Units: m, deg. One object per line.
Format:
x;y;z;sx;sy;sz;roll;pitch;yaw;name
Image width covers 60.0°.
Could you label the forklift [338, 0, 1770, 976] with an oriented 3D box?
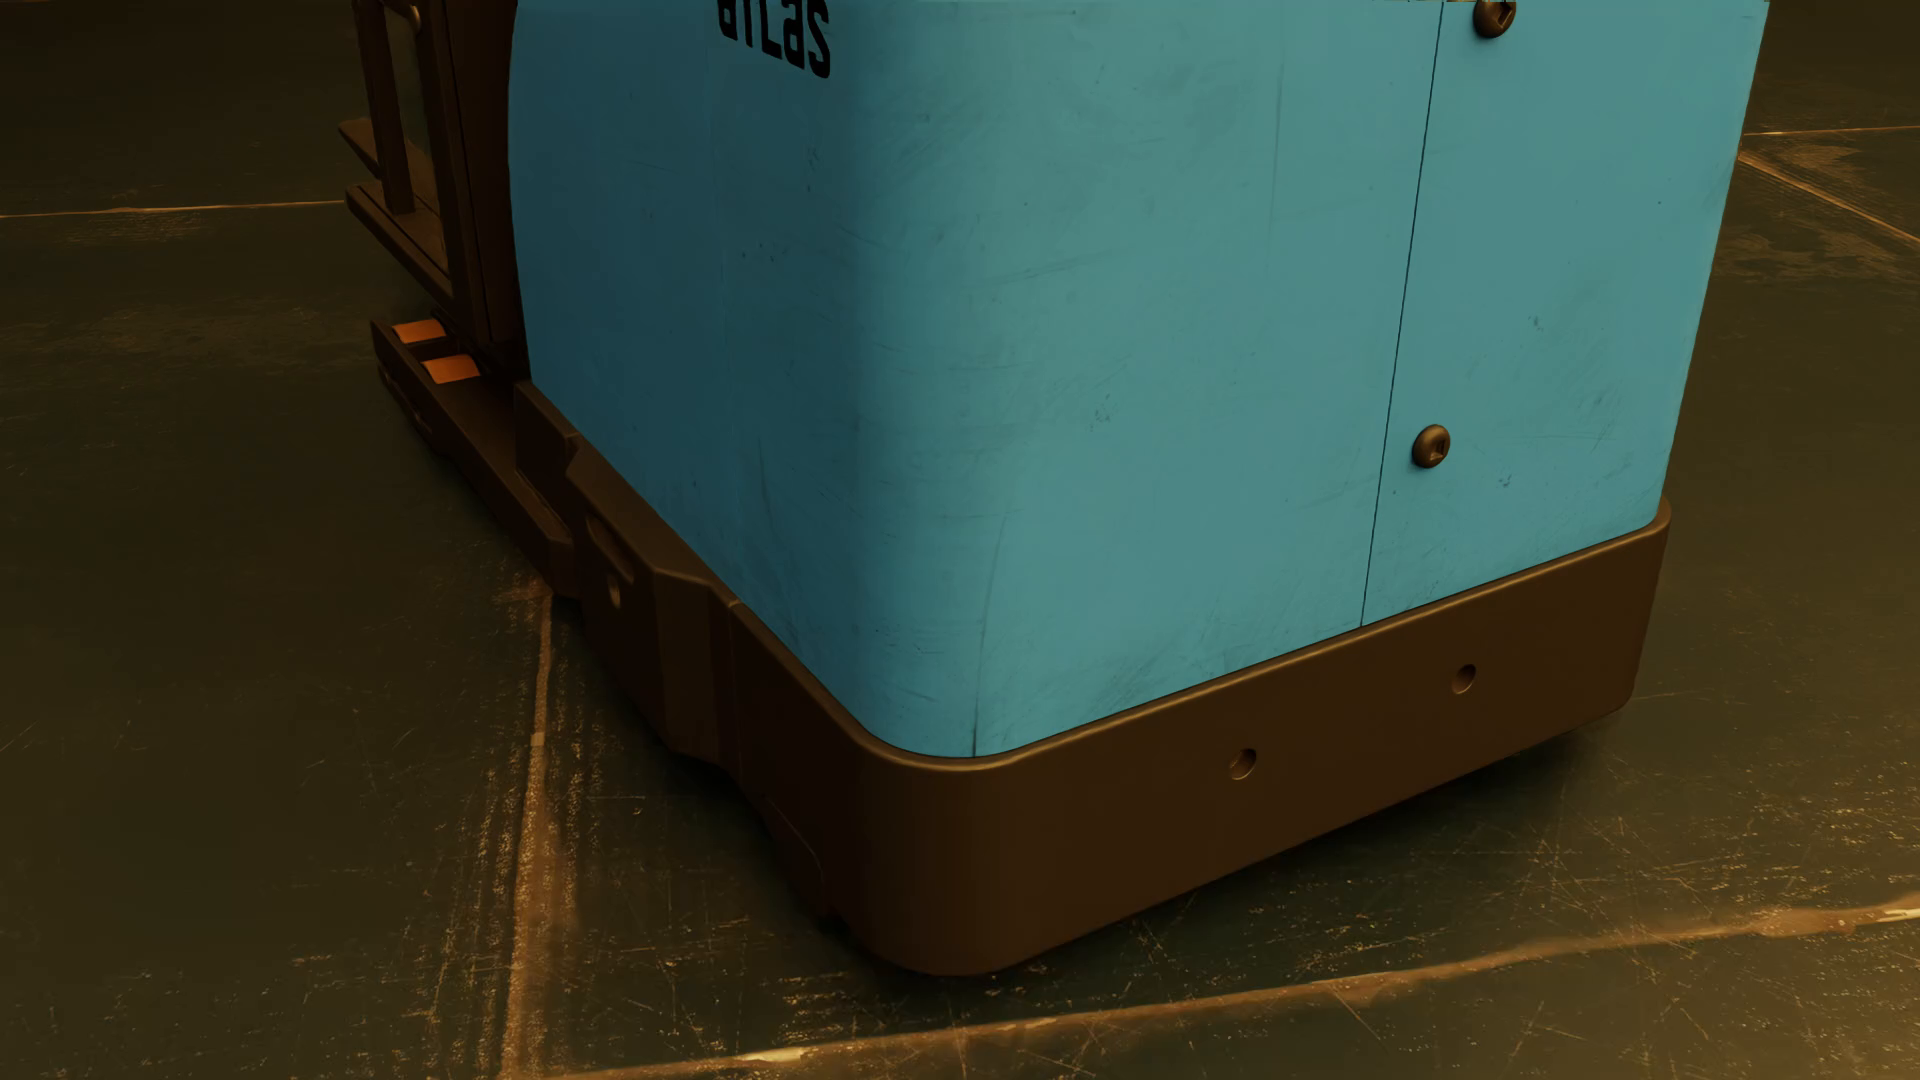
-0.368;-1.535;2.267;1.130;2.935;3.031;-16;32;-27;forklift
